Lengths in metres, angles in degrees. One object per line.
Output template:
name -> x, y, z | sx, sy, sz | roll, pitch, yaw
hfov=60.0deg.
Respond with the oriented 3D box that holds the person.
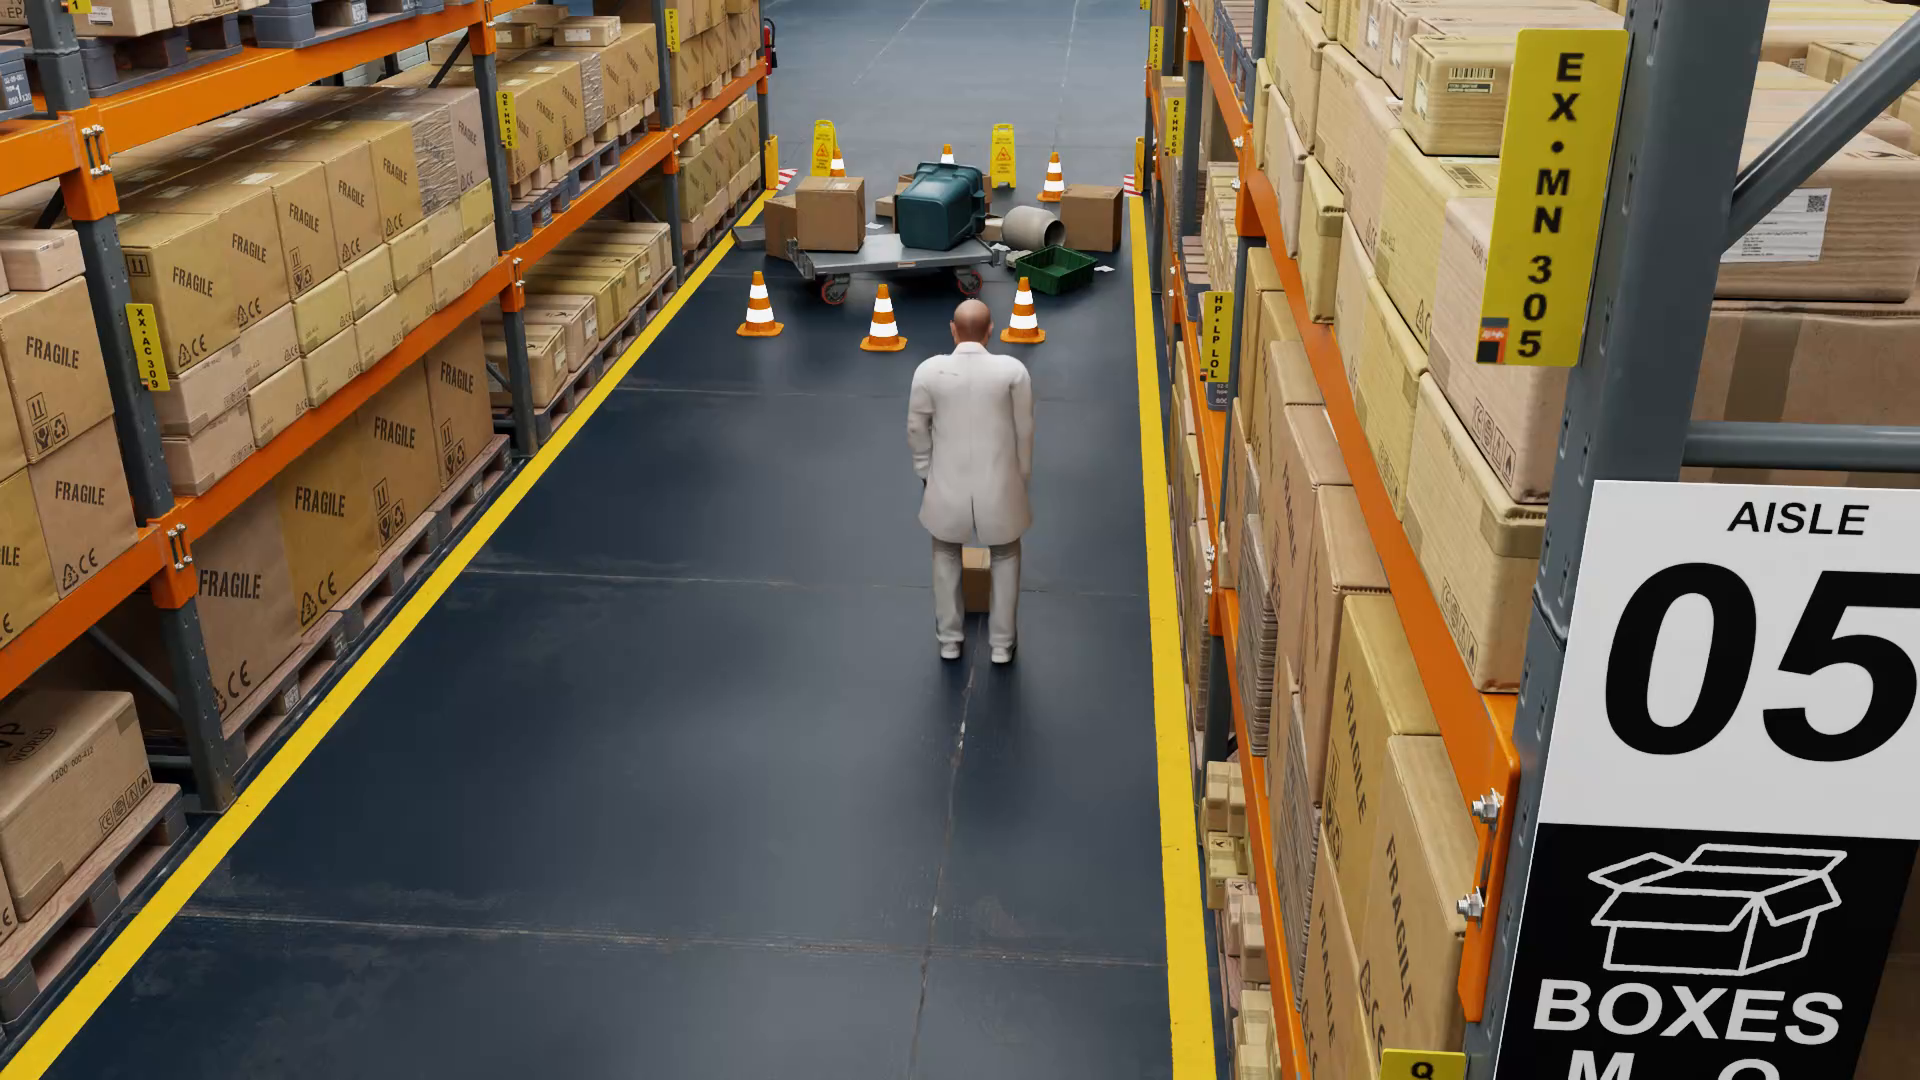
person -> 0.054, -0.259, 7.785 | 0.586, 1.720, 0.432 | 3, 24, 6
